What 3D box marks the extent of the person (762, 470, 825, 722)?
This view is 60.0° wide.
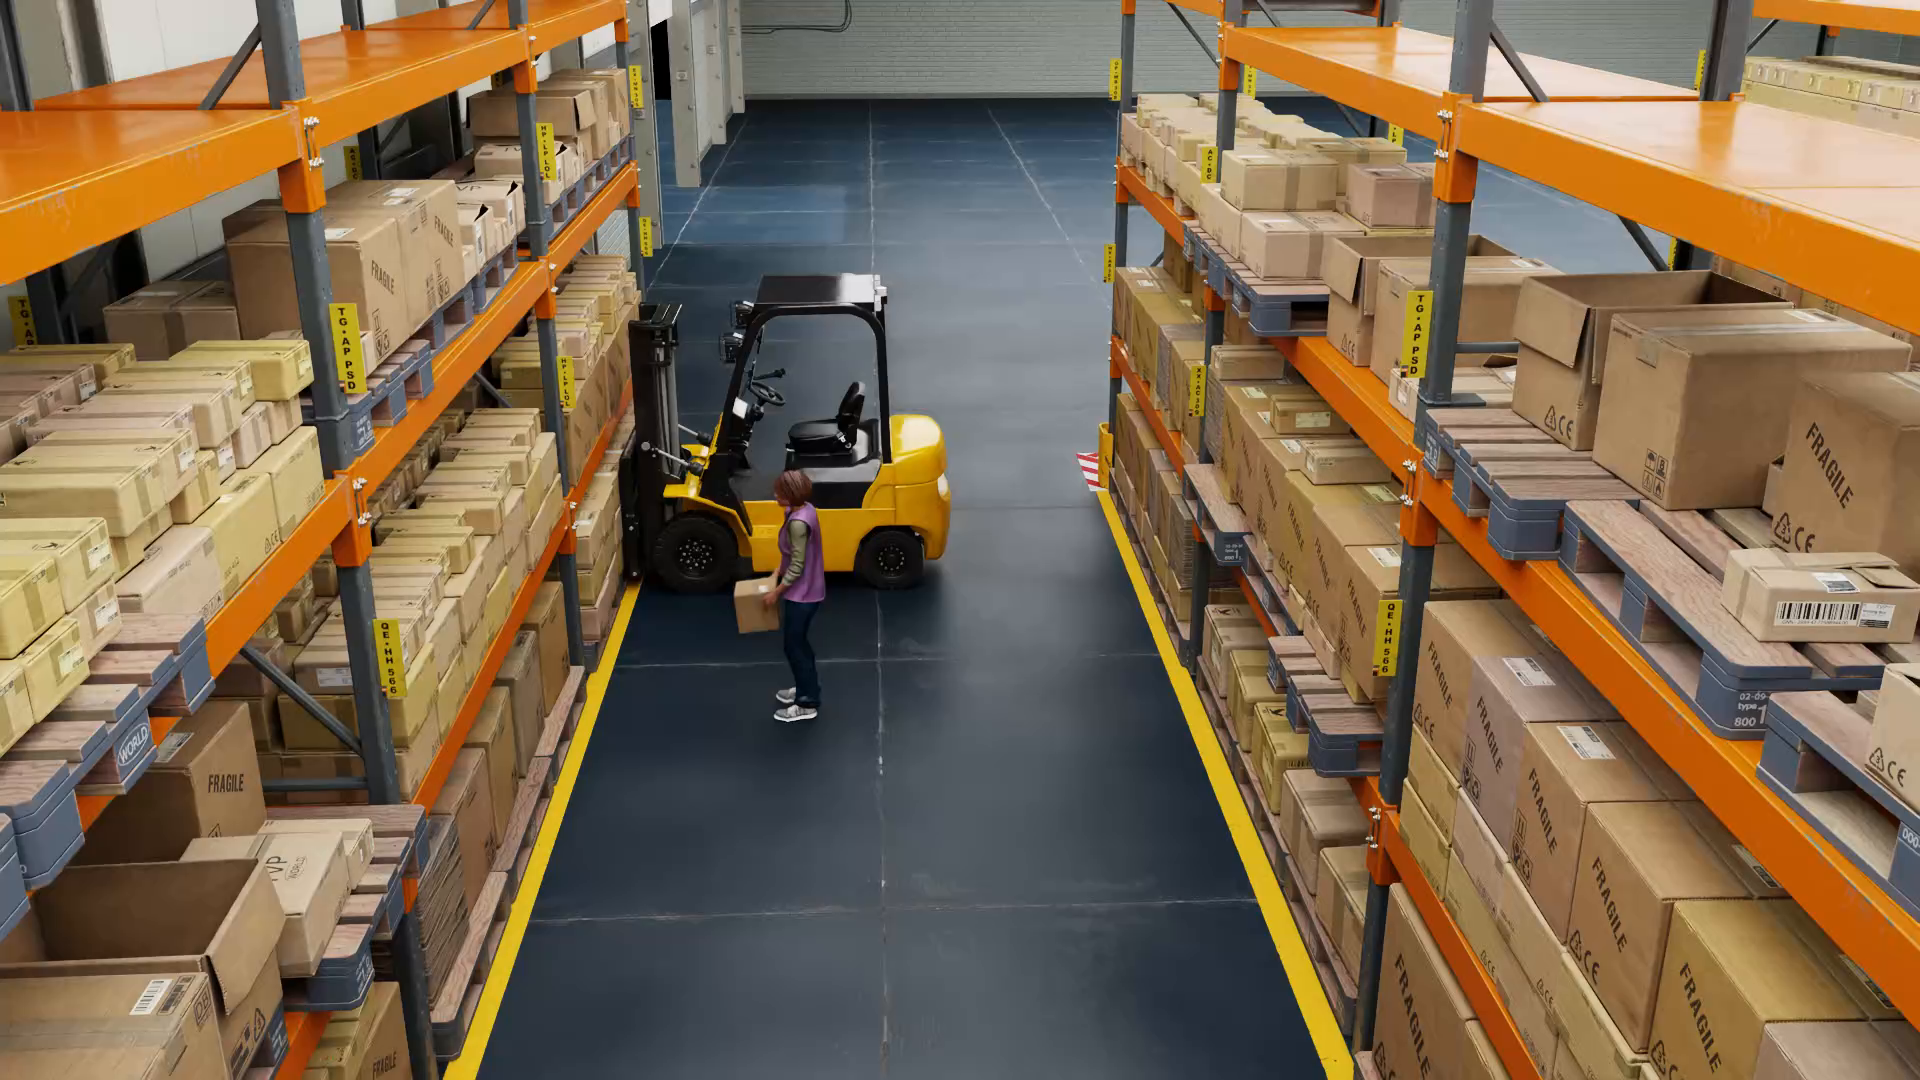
[{"bbox_3d":[-1.019,0.330,10.207,0.384,1.602,0.444,-1,21,-4],"label":"person"}]
